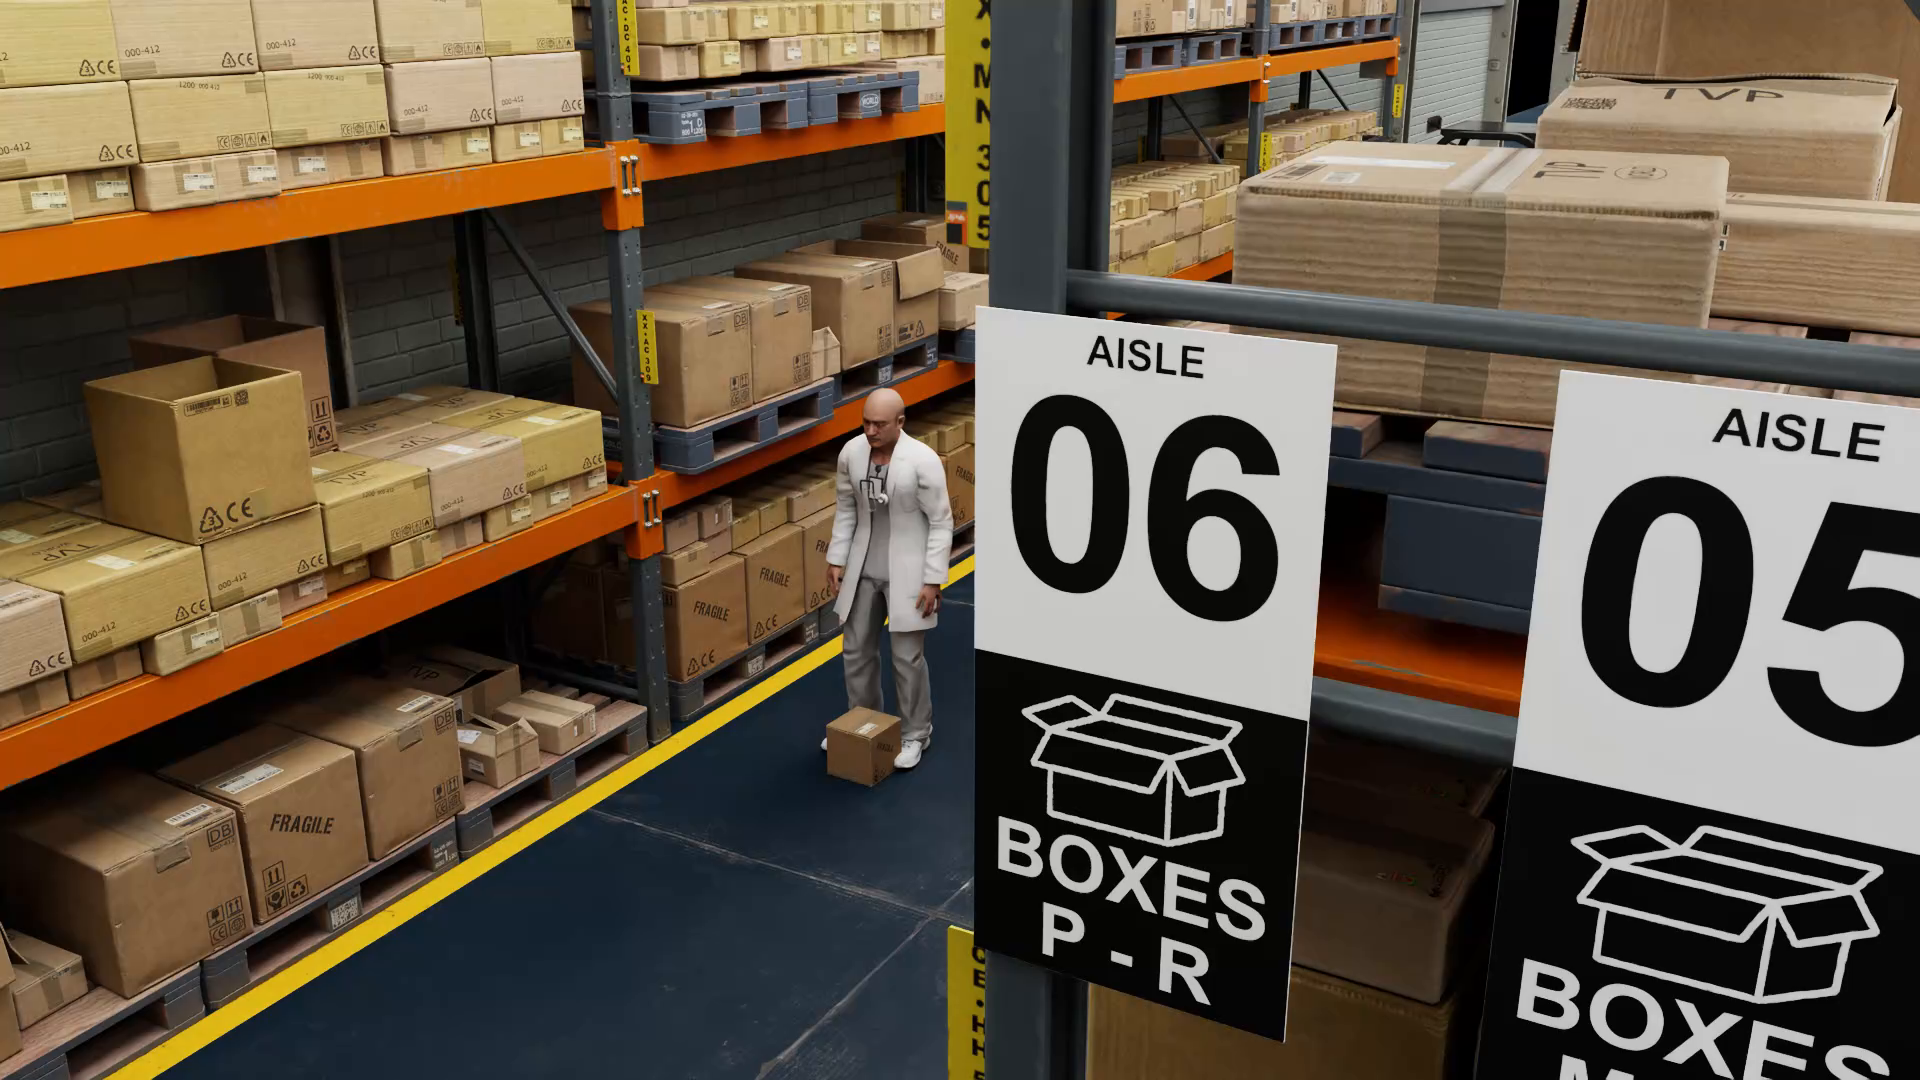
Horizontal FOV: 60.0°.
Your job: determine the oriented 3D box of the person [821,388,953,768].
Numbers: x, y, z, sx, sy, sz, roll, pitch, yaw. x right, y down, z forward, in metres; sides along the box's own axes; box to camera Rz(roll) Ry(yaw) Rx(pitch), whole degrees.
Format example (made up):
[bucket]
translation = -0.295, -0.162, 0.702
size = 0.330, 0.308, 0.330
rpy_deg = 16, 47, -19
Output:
[person]
translation = -0.336, 0.158, 7.634
size = 0.633, 1.774, 0.423
rpy_deg = 11, 22, 28
